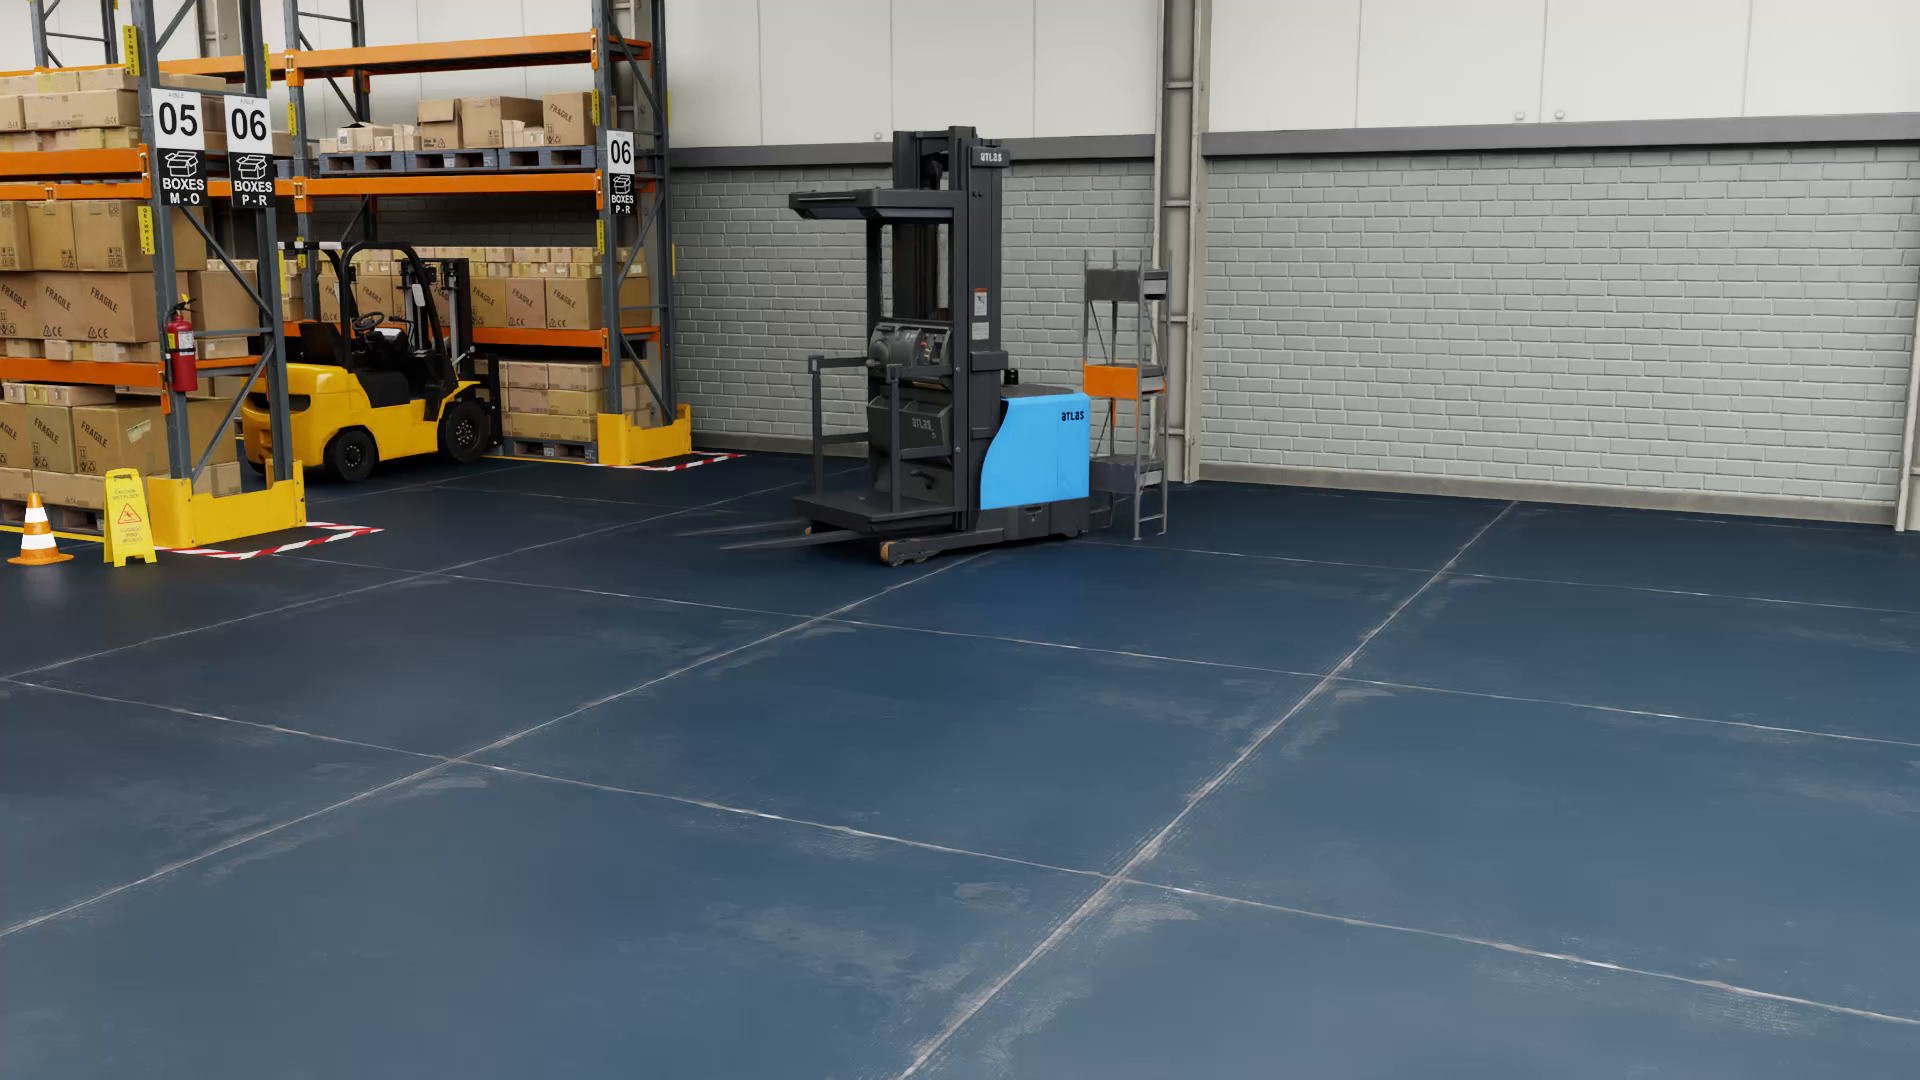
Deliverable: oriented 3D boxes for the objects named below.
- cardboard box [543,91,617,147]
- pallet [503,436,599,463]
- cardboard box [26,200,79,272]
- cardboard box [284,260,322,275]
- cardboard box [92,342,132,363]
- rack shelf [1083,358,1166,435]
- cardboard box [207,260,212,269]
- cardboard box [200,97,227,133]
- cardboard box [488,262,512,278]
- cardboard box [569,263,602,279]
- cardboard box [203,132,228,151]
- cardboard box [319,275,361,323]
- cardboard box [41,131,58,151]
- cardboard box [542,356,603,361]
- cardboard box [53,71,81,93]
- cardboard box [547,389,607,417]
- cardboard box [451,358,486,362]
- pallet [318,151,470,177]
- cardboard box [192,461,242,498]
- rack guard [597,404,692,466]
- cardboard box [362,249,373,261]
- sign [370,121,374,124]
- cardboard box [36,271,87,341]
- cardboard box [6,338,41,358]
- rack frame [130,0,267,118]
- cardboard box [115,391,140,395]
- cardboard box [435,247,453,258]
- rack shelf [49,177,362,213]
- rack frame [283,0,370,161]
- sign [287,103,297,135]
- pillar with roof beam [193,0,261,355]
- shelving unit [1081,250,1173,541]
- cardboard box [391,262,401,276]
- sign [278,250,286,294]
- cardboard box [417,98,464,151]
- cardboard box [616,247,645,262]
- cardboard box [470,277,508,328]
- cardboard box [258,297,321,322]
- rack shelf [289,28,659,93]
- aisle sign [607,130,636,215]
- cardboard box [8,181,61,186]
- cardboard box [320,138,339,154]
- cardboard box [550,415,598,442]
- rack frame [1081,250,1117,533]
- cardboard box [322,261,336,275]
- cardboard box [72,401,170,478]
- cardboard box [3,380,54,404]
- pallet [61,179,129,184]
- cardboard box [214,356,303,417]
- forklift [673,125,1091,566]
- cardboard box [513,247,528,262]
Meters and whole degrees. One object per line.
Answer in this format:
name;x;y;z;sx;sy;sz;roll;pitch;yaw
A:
cardboard box;-3.694;-4.080;16.187;0.500;0.500;0.500;5;12;28
pallet;-3.893;-0.984;17.076;1.213;0.211;1.003;5;11;26
cardboard box;-6.387;-2.244;12.283;0.500;0.500;0.700;5;11;26
cardboard box;-7.180;-2.978;18.160;0.250;0.149;0.380;5;12;28
cardboard box;-6.088;-1.384;12.159;0.250;0.149;0.380;5;11;25
rack shelf;1.230;-1.070;12.325;0.480;0.518;0.431;9;13;39
cardboard box;-8.339;-3.074;18.690;0.250;0.149;0.380;5;11;26
cardboard box;-5.715;-3.141;12.324;0.500;0.250;0.500;5;11;25
cardboard box;-4.549;-2.734;16.814;0.250;0.149;0.380;5;11;24
cardboard box;-3.624;-2.654;16.369;0.250;0.149;0.380;5;11;27
cardboard box;-5.535;-2.940;12.336;0.250;0.149;0.380;5;11;26
cardboard box;-6.493;-2.591;17.841;0.500;0.500;0.500;5;11;24
cardboard box;-6.484;-2.917;12.208;0.250;0.149;0.380;5;11;26
cardboard box;-3.986;-1.755;17.241;0.500;0.250;0.500;5;11;26
cardboard box;-6.267;-3.278;11.962;0.250;0.149;0.380;5;11;25
cardboard box;-3.764;-1.391;16.631;0.500;0.250;0.500;5;11;25
cardboard box;-5.108;-1.754;17.231;0.500;0.250;0.500;5;11;25
pallet;-6.000;-3.988;17.666;1.213;0.211;1.003;5;11;26
cardboard box;-5.983;-0.471;12.953;0.500;0.250;0.500;5;11;25
rack guard;-3.167;-1.071;16.744;0.348;0.500;1.175;5;11;26
cardboard box;-6.114;-3.036;17.643;0.250;0.149;0.380;5;11;25
sign;-6.532;-4.476;18.444;0.005;0.325;0.100;5;11;26
cardboard box;-6.437;-1.744;12.330;0.500;0.500;0.500;5;11;26
cardboard box;-6.990;-1.471;12.642;0.250;0.149;0.380;5;11;25
rack frame;-5.382;-4.462;11.616;0.127;3.000;1.000;5;11;26
cardboard box;-6.921;-0.923;13.345;0.500;0.500;0.500;5;12;27
cardboard box;-5.200;-2.955;17.196;0.250;0.149;0.380;5;11;26
rack shelf;-8.569;-3.898;18.941;4.000;0.370;1.077;5;11;26
rack frame;-6.776;-5.570;17.739;0.127;3.000;1.000;5;11;26
sign;-7.007;-4.416;17.449;0.005;0.325;0.100;5;11;26
pillar with roof beam;-10.700;-5.239;15.910;0.400;9.000;9.100;5;11;26
shelving unit;1.230;-1.084;12.323;0.503;2.100;0.431;9;13;39
cardboard box;-5.705;-2.831;17.348;0.250;0.149;0.380;5;11;25
sign;-5.142;-2.023;12.552;0.005;0.325;0.100;5;11;26
cardboard box;-5.076;-4.230;17.010;0.637;0.503;0.797;5;12;28
cardboard box;-3.395;-2.878;16.774;0.250;0.149;0.380;5;11;25
cardboard box;-4.667;-2.432;16.963;0.500;0.500;0.500;5;11;25
cardboard box;-7.344;-2.542;18.276;0.500;0.250;0.500;5;12;27
rack shelf;-4.982;-4.862;16.968;4.000;0.370;1.077;5;11;26
aisle sign;-3.260;-3.530;16.013;0.004;0.787;0.394;5;11;26
cardboard box;-10.931;-4.337;19.771;0.500;0.250;0.500;5;11;24
cardboard box;-6.508;-4.143;17.519;0.250;0.149;0.380;5;12;27
cardboard box;-3.750;-1.143;16.665;0.500;0.250;0.500;5;11;26
rack frame;1.043;-1.112;12.478;0.015;2.100;0.400;9;13;39
cardboard box;-6.606;-2.919;17.836;0.250;0.149;0.380;5;11;25
cardboard box;-6.216;-0.754;12.410;0.500;0.500;0.500;5;11;26
cardboard box;-7.034;-1.133;12.681;0.250;0.149;0.380;6;12;28
pallet;-9.715;-4.277;19.548;1.003;0.211;1.213;6;12;28
cardboard box;-7.941;-1.758;19.010;0.625;0.625;0.875;5;11;25
forklift;-0.520;-1.374;11.592;3.031;2.935;1.130;-7;13;-36
cardboard box;-4.275;-2.875;16.753;0.250;0.149;0.380;5;11;26
